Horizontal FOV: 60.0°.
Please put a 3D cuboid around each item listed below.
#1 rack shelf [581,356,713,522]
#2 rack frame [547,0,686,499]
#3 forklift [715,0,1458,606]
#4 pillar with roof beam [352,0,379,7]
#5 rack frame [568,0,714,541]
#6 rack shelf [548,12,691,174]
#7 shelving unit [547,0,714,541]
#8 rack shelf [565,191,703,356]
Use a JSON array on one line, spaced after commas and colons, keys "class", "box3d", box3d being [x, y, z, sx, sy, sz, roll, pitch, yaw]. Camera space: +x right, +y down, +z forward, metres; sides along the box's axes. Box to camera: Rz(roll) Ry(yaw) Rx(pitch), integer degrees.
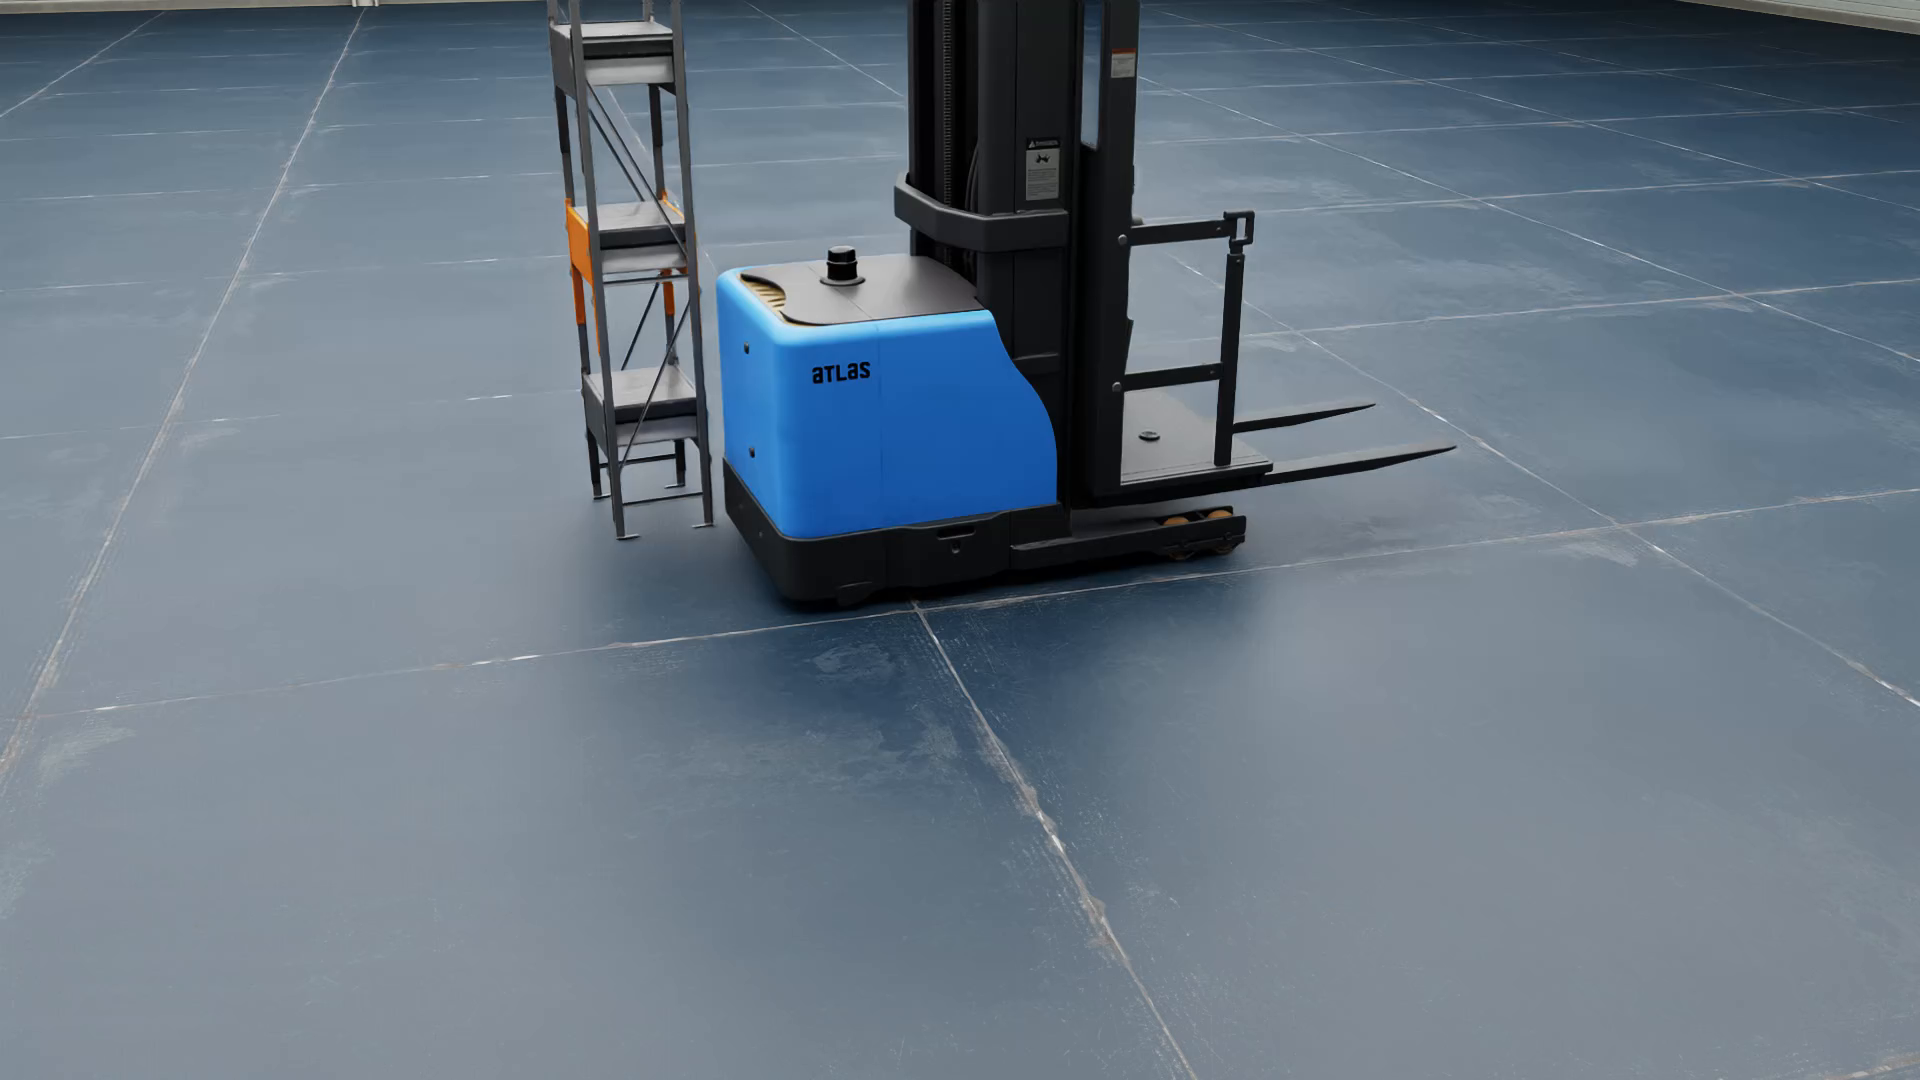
[{"class": "rack shelf", "box3d": [-1.299, -0.427, 6.892, 0.431, 0.518, 0.480, -9, 25, -20]}, {"class": "rack frame", "box3d": [-1.391, -1.172, 6.818, 0.400, 2.100, 0.015, -9, 25, -20]}, {"class": "forklift", "box3d": [0.603, -1.454, 6.421, 3.031, 2.935, 1.130, -9, 25, -19]}, {"class": "pillar with roof beam", "box3d": [-8.450, -11.153, 21.331, 0.400, 9.000, 9.100, -6, 24, -14]}, {"class": "rack frame", "box3d": [-1.208, -0.994, 6.402, 0.400, 2.100, 0.015, -9, 25, -20]}, {"class": "rack shelf", "box3d": [-1.300, -1.713, 6.339, 0.431, 0.518, 0.480, -9, 25, -20]}, {"class": "shelving unit", "box3d": [-1.299, -1.083, 6.610, 0.431, 2.100, 0.503, -9, 25, -20]}, {"class": "rack shelf", "box3d": [-1.299, -1.070, 6.616, 0.431, 0.518, 0.480, -9, 25, -20]}]
